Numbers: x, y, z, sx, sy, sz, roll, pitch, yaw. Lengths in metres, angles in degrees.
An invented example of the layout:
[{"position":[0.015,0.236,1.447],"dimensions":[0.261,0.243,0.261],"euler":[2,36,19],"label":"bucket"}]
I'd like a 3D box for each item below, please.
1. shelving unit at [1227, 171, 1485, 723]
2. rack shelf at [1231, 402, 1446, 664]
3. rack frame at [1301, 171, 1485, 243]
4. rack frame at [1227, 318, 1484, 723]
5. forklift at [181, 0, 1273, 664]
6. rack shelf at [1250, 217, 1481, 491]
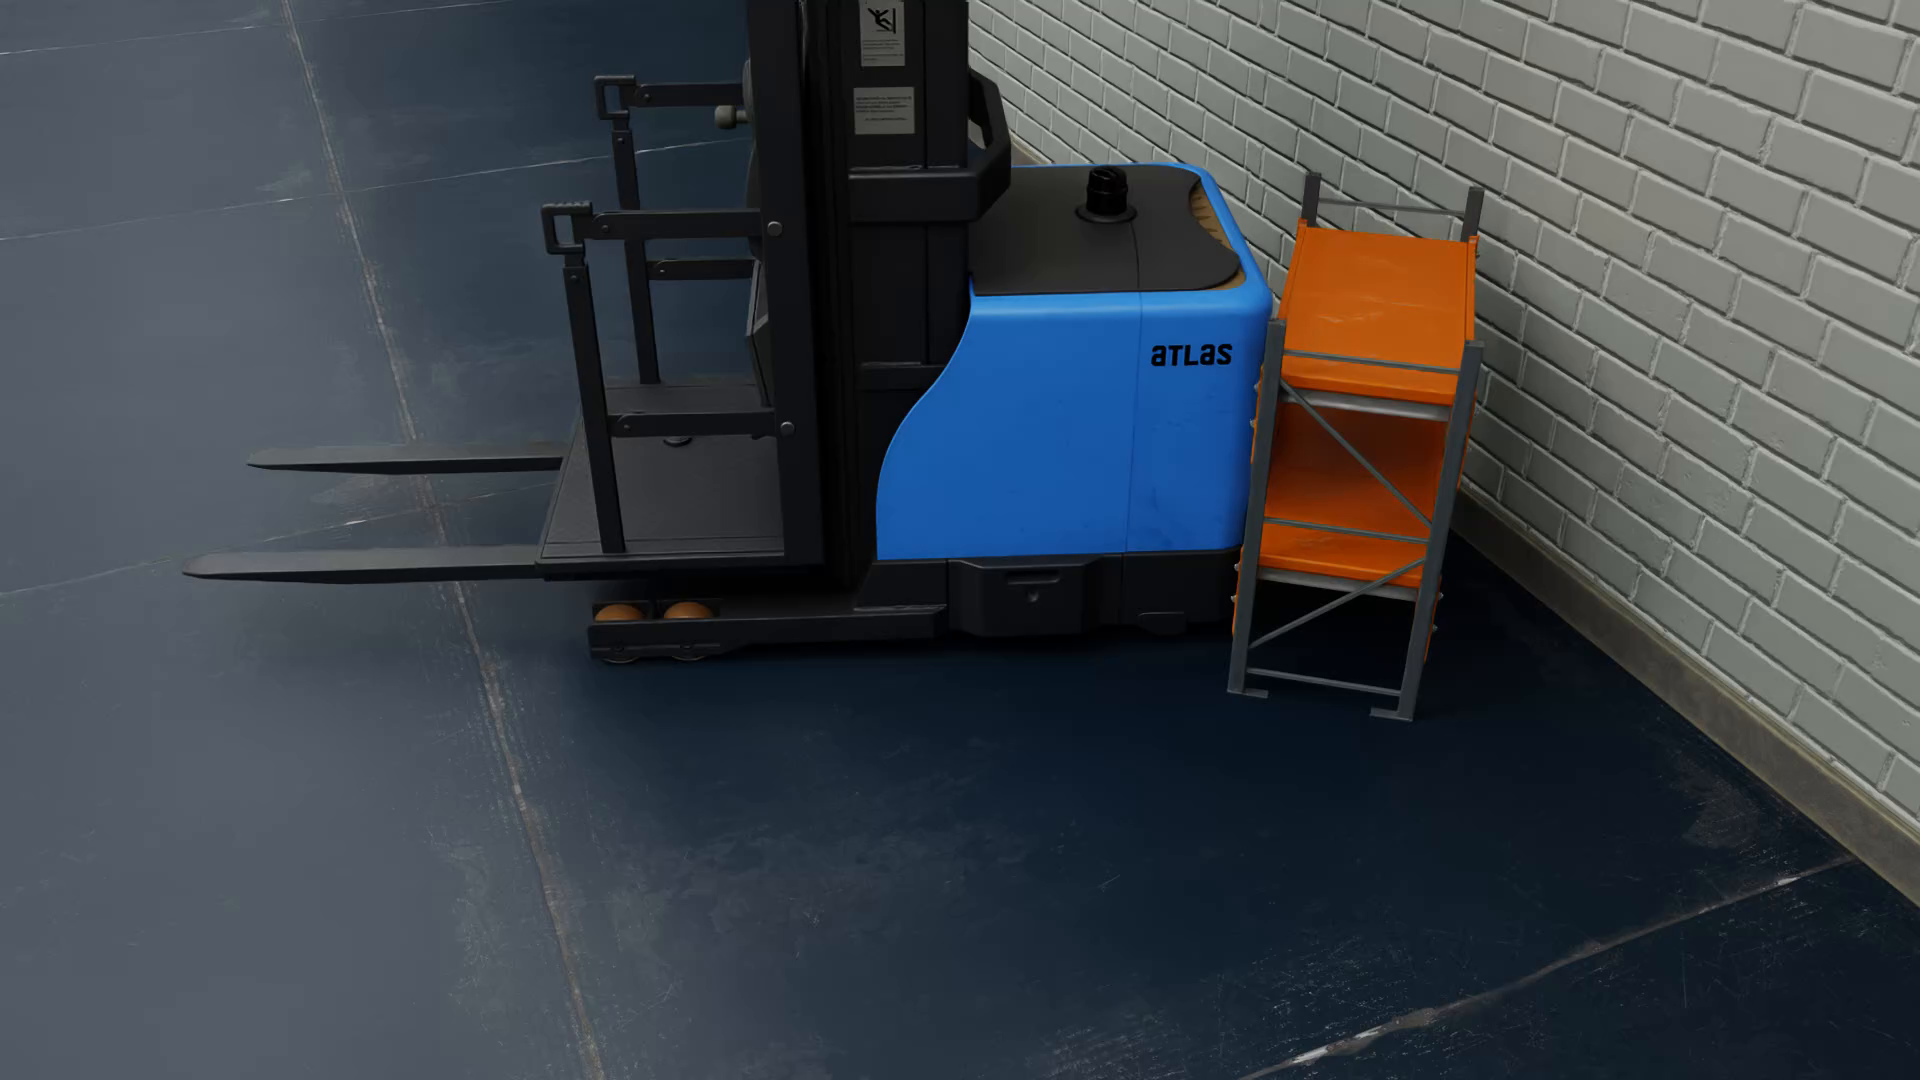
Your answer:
[{"position":[1.115,-0.289,4.663],"dimensions":[0.538,1.125,1.048],"euler":[8,34,12],"label":"shelving unit"},{"position":[1.115,-0.084,4.797],"dimensions":[0.538,0.278,1.000],"euler":[8,34,12],"label":"rack shelf"},{"position":[1.246,-0.557,5.075],"dimensions":[0.500,1.125,0.032],"euler":[8,34,12],"label":"rack frame"},{"position":[0.984,-0.022,4.252],"dimensions":[0.500,1.125,0.032],"euler":[8,34,12],"label":"rack frame"},{"position":[-0.709,-1.176,4.370],"dimensions":[3.031,2.935,1.130],"euler":[-2,33,-3],"label":"forklift"},{"position":[1.115,-0.535,4.504],"dimensions":[0.538,0.278,1.000],"euler":[8,34,12],"label":"rack shelf"}]
